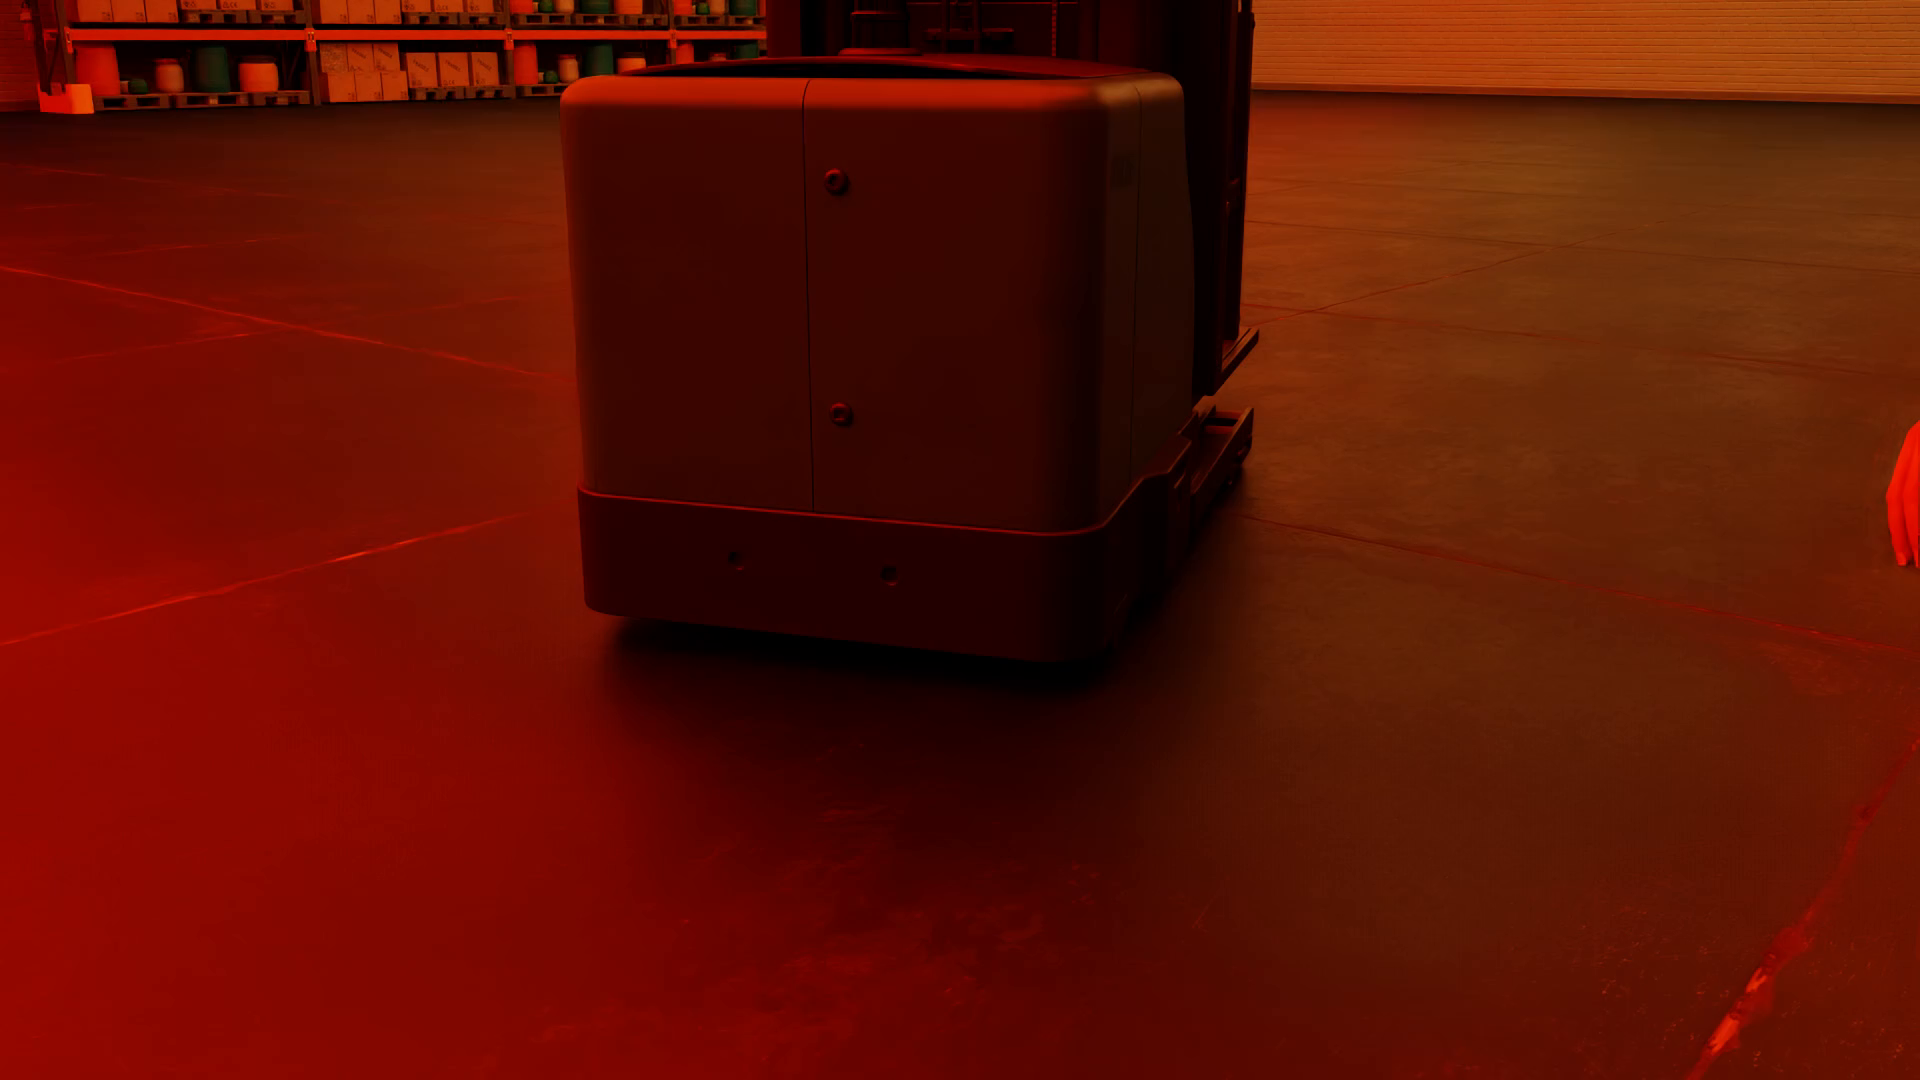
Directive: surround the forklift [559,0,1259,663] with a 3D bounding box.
[{"bbox_3d":[0.182,-1.571,4.072,1.130,2.935,3.031,5,18,17],"label":"forklift"}]
